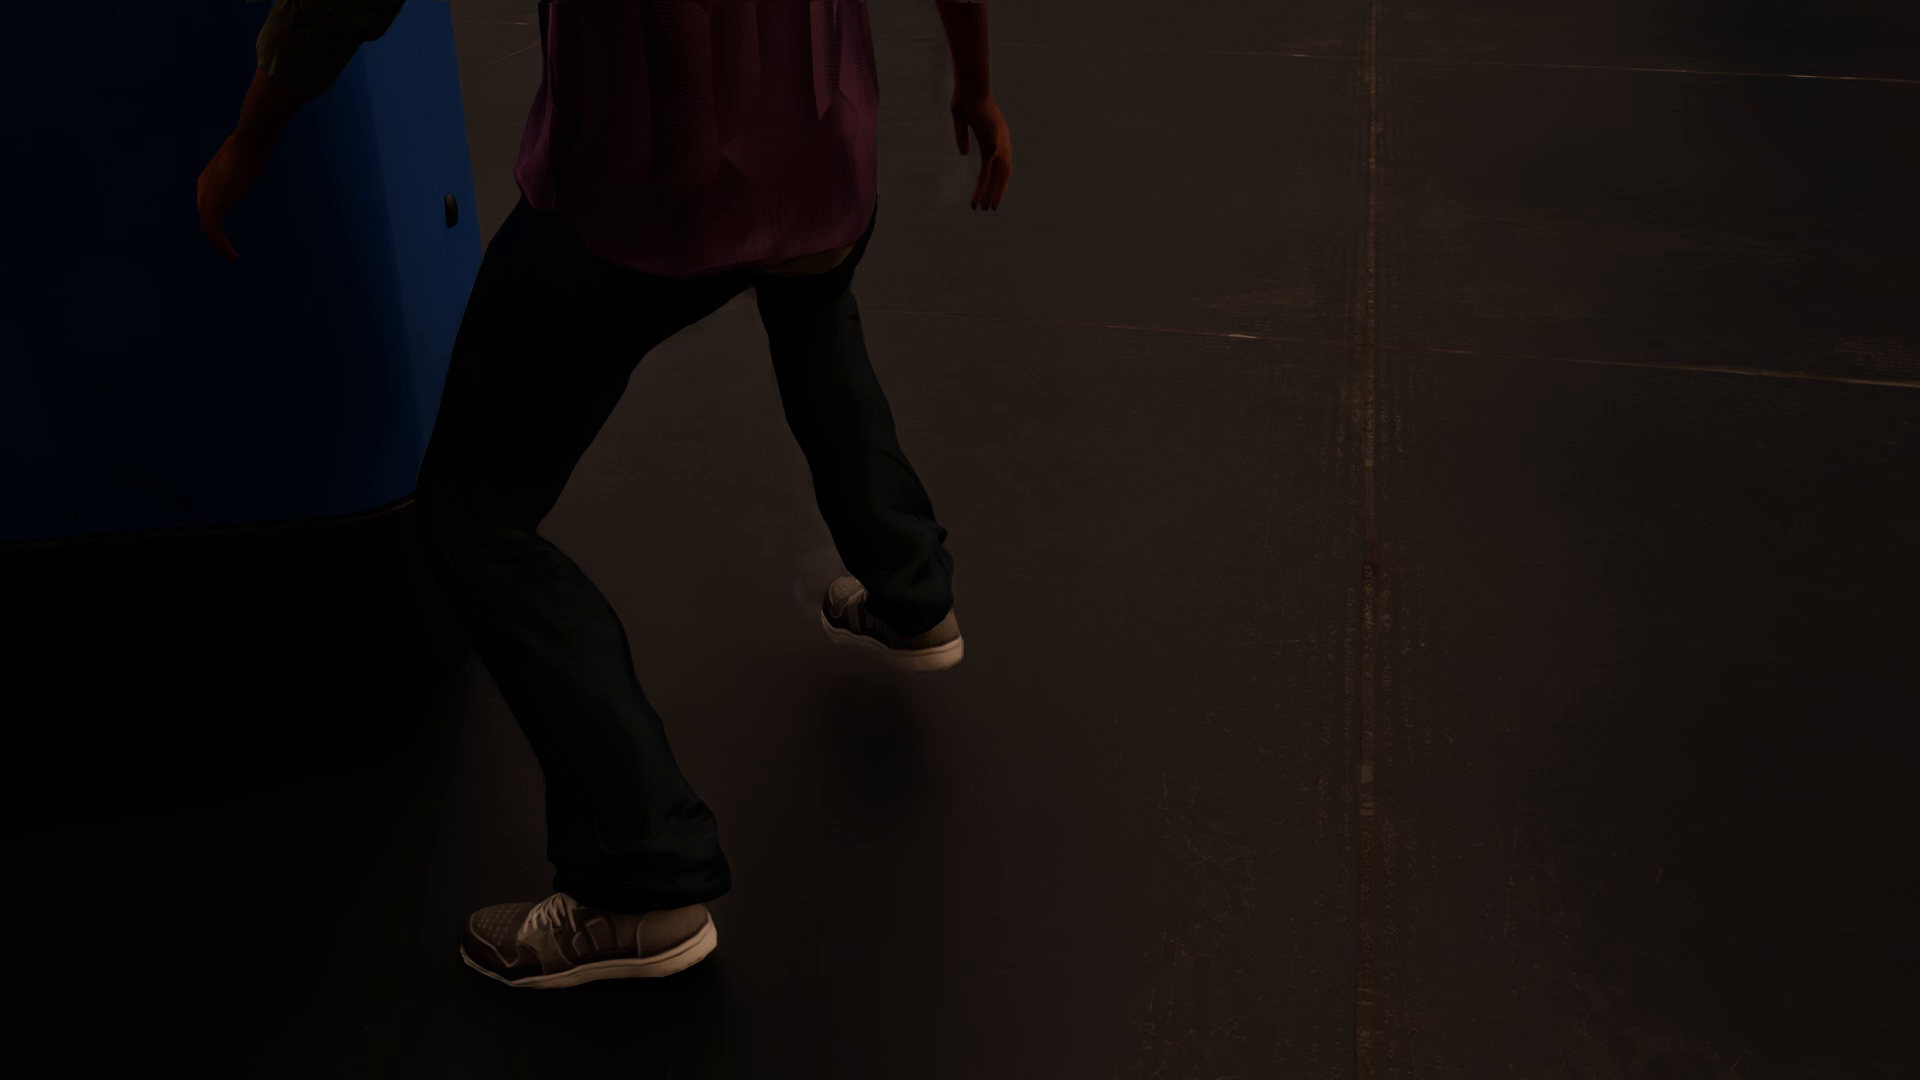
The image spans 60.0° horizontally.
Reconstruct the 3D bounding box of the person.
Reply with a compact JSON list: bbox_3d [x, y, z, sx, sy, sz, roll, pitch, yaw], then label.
[{"bbox_3d":[-0.283,-0.362,1.601,0.803,1.491,0.580,-16,31,-29],"label":"person"}]

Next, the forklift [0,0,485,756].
[{"bbox_3d":[-2.175,-1.170,1.566,3.031,2.935,1.130,-5,27,-9],"label":"forklift"}]
